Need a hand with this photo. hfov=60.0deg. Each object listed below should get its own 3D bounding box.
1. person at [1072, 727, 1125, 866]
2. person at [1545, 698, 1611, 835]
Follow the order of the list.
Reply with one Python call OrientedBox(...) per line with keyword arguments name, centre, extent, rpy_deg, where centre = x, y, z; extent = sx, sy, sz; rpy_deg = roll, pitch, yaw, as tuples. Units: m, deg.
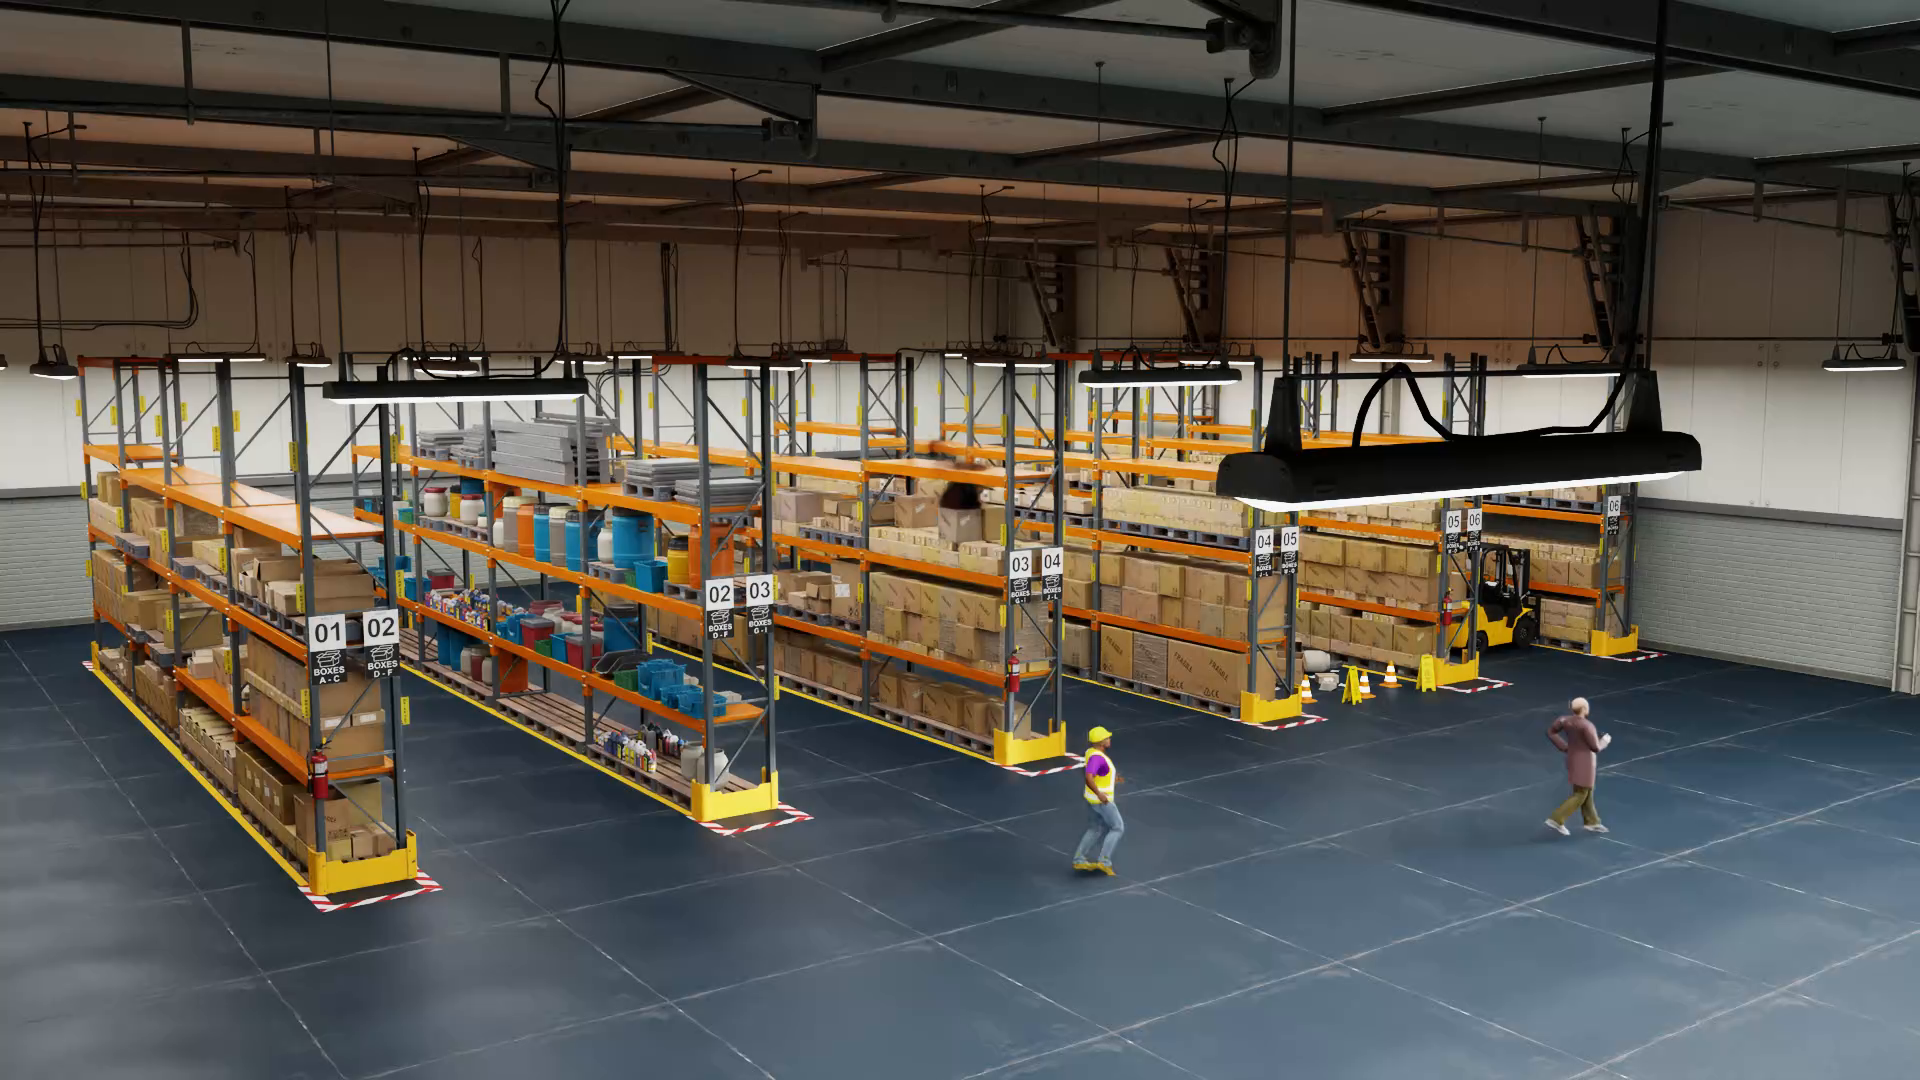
OrientedBox(name="person", centre=(1.657, 3.019, 19.620), extent=(0.653, 1.654, 0.684), rpy_deg=(-1, 7, -10))
OrientedBox(name="person", centre=(7.844, 2.872, 21.031), extent=(0.997, 1.786, 0.671), rpy_deg=(-2, 7, -14))
